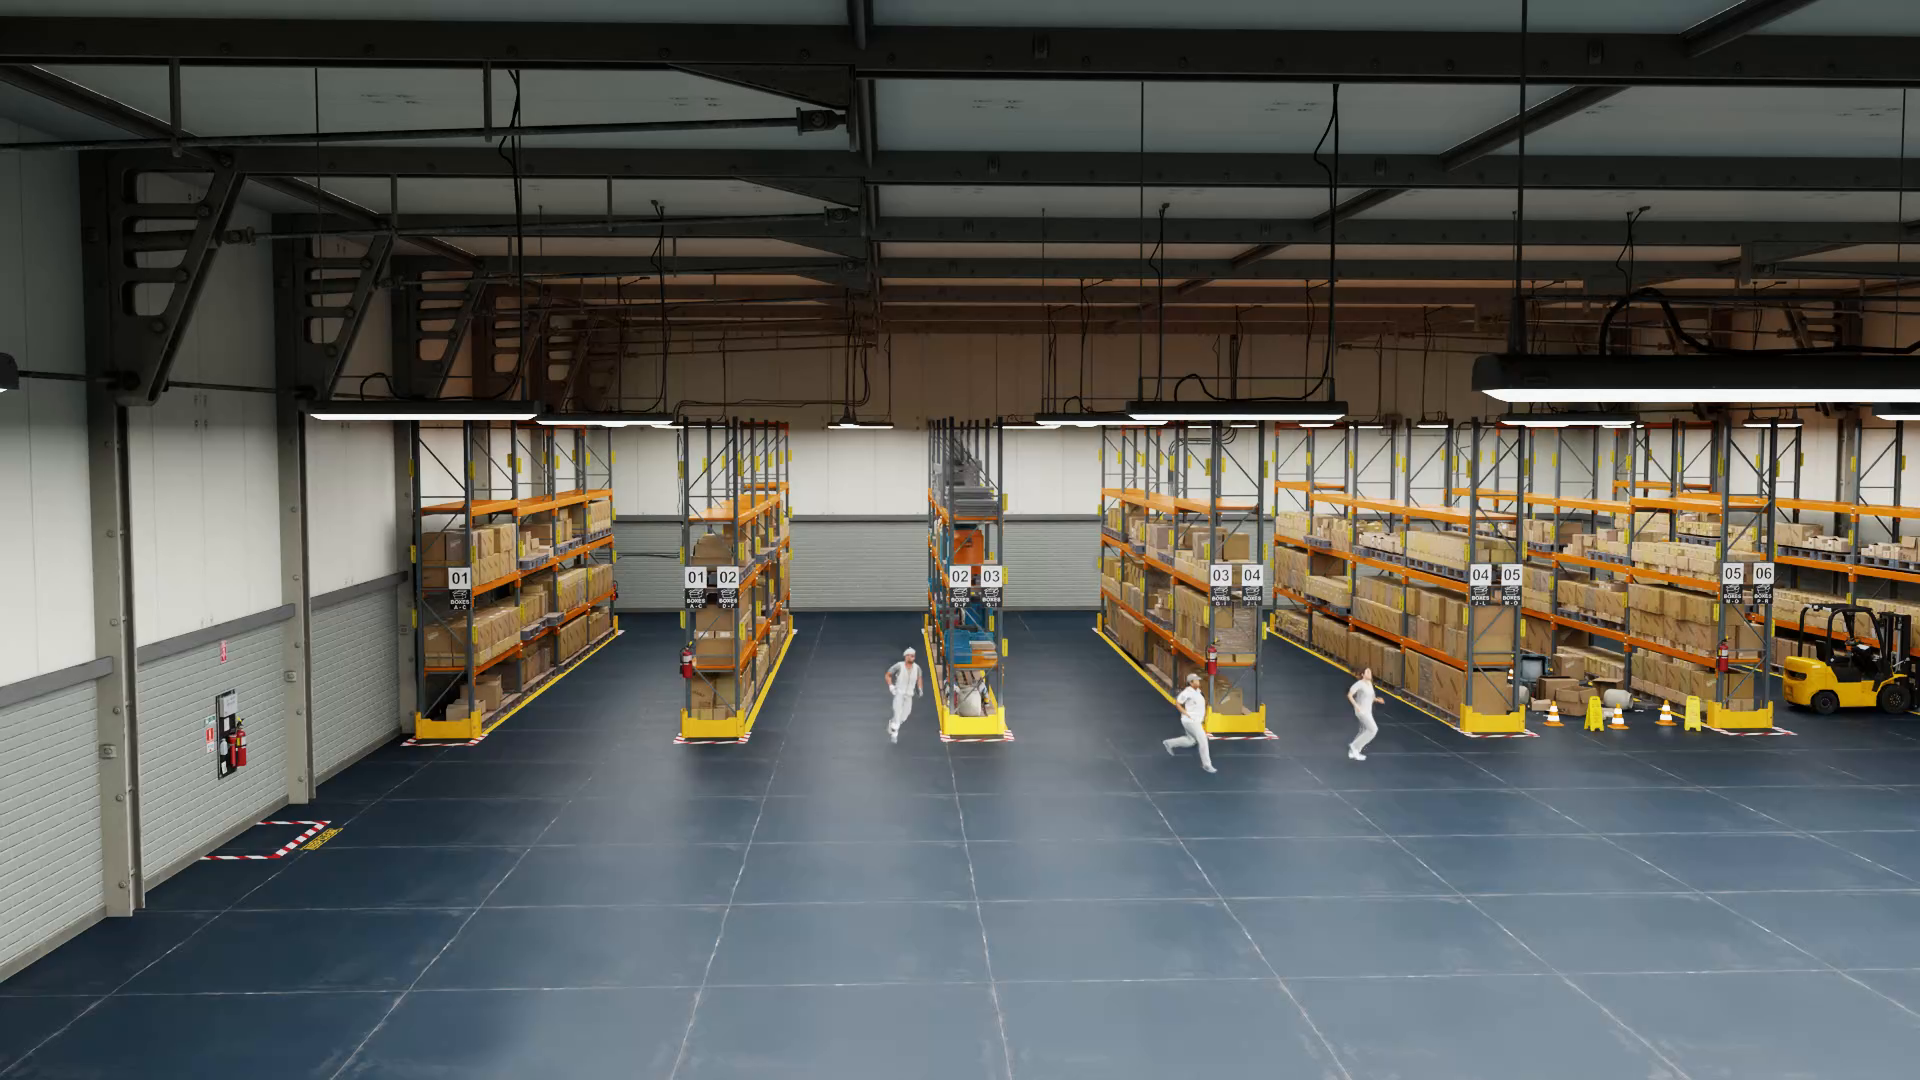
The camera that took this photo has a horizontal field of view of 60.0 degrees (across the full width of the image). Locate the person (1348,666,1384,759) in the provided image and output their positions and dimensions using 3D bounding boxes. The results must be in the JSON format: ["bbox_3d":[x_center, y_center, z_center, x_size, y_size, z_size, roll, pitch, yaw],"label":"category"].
[{"bbox_3d":[7.074,3.129,28.955,0.592,1.393,0.548,3,5,36],"label":"person"}]

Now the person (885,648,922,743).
[{"bbox_3d":[-1.046,2.865,30.982,0.720,1.722,0.692,-2,4,-23],"label":"person"}]

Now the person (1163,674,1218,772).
[{"bbox_3d":[3.914,3.088,28.200,1.024,1.666,0.583,2,4,24],"label":"person"}]
